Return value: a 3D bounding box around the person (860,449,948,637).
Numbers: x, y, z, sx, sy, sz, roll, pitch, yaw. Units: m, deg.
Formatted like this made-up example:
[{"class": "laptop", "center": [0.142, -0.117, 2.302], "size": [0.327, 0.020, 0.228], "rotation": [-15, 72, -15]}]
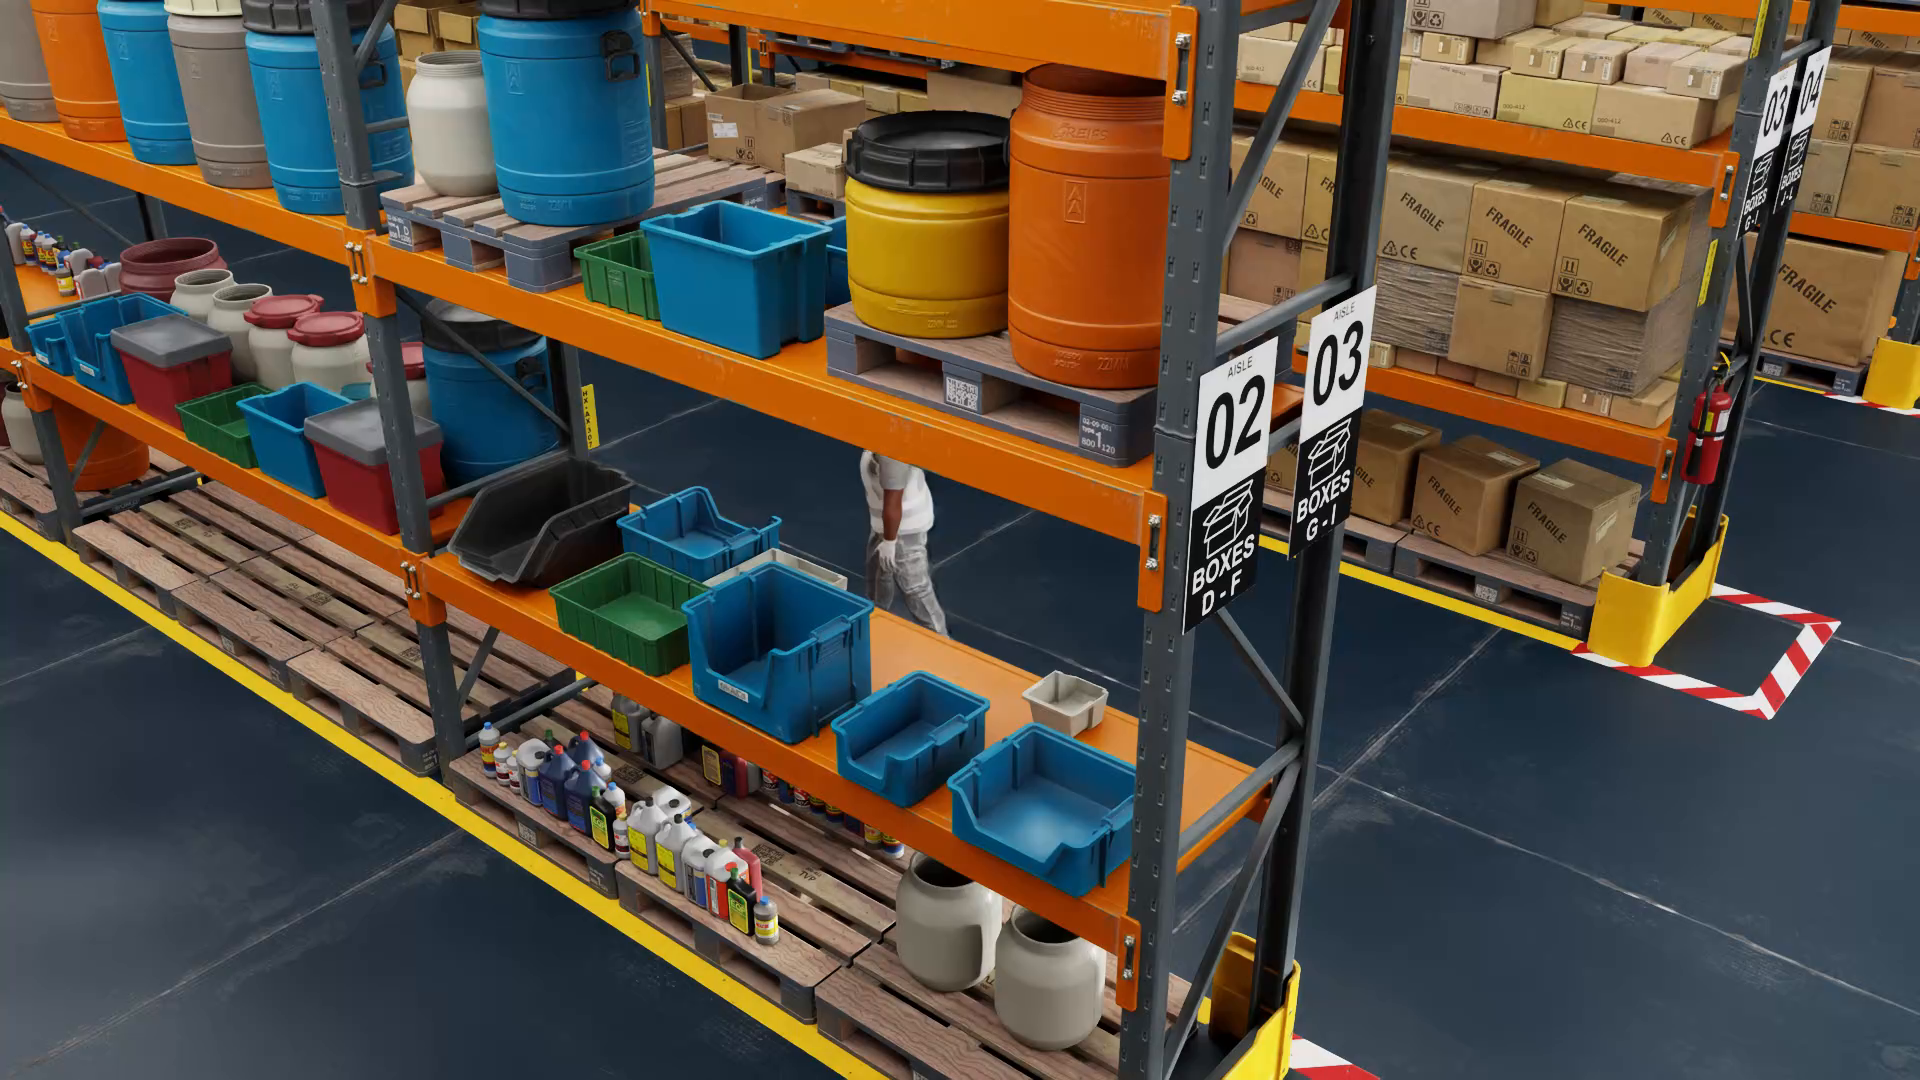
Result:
[{"class": "person", "center": [-0.412, -0.105, 8.772], "size": [0.729, 1.767, 0.599], "rotation": [1, 27, 2]}]
